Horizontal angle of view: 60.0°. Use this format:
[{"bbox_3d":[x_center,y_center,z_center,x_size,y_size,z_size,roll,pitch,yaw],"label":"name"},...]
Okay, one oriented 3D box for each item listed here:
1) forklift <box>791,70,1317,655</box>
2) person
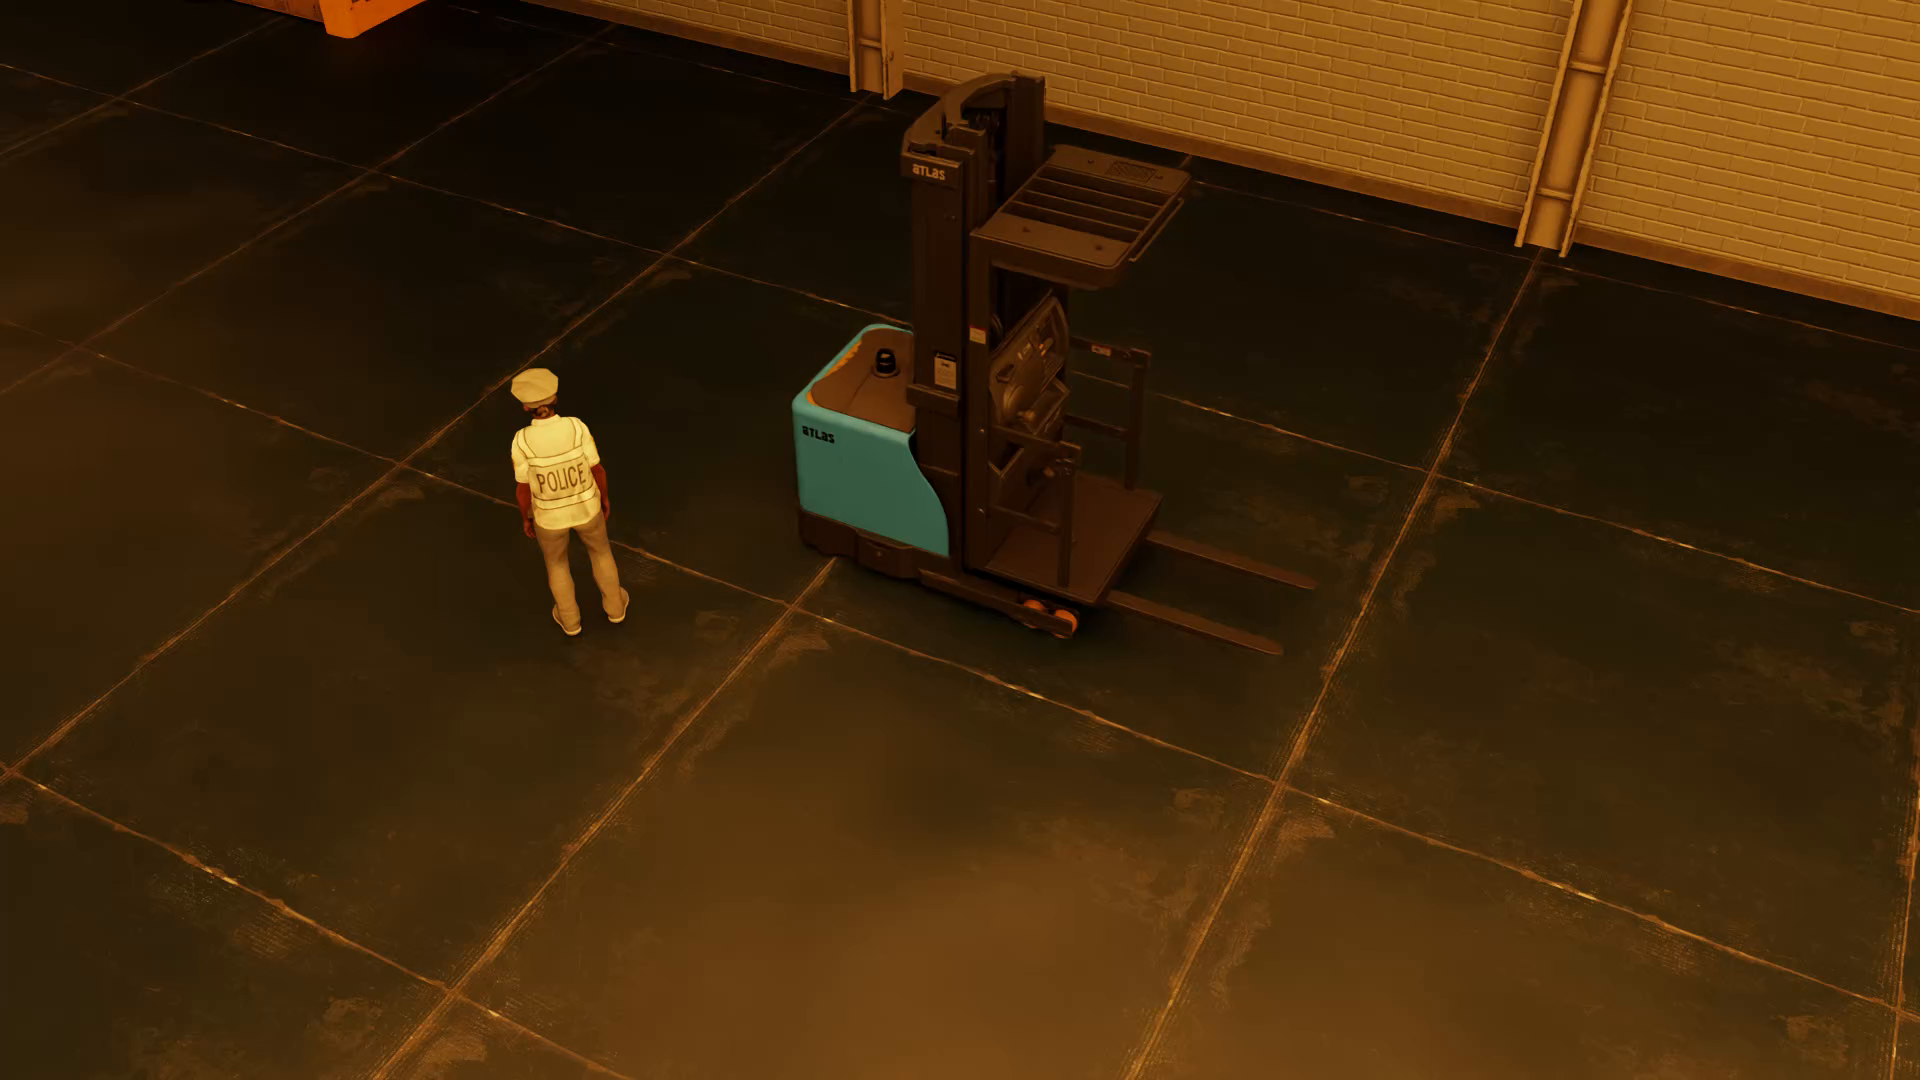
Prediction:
[{"bbox_3d":[0.563,-0.947,9.111,3.031,2.935,1.130,18,43,20],"label":"forklift"},{"bbox_3d":[-2.168,-0.173,9.183,0.516,1.655,0.397,-14,42,-16],"label":"person"}]
